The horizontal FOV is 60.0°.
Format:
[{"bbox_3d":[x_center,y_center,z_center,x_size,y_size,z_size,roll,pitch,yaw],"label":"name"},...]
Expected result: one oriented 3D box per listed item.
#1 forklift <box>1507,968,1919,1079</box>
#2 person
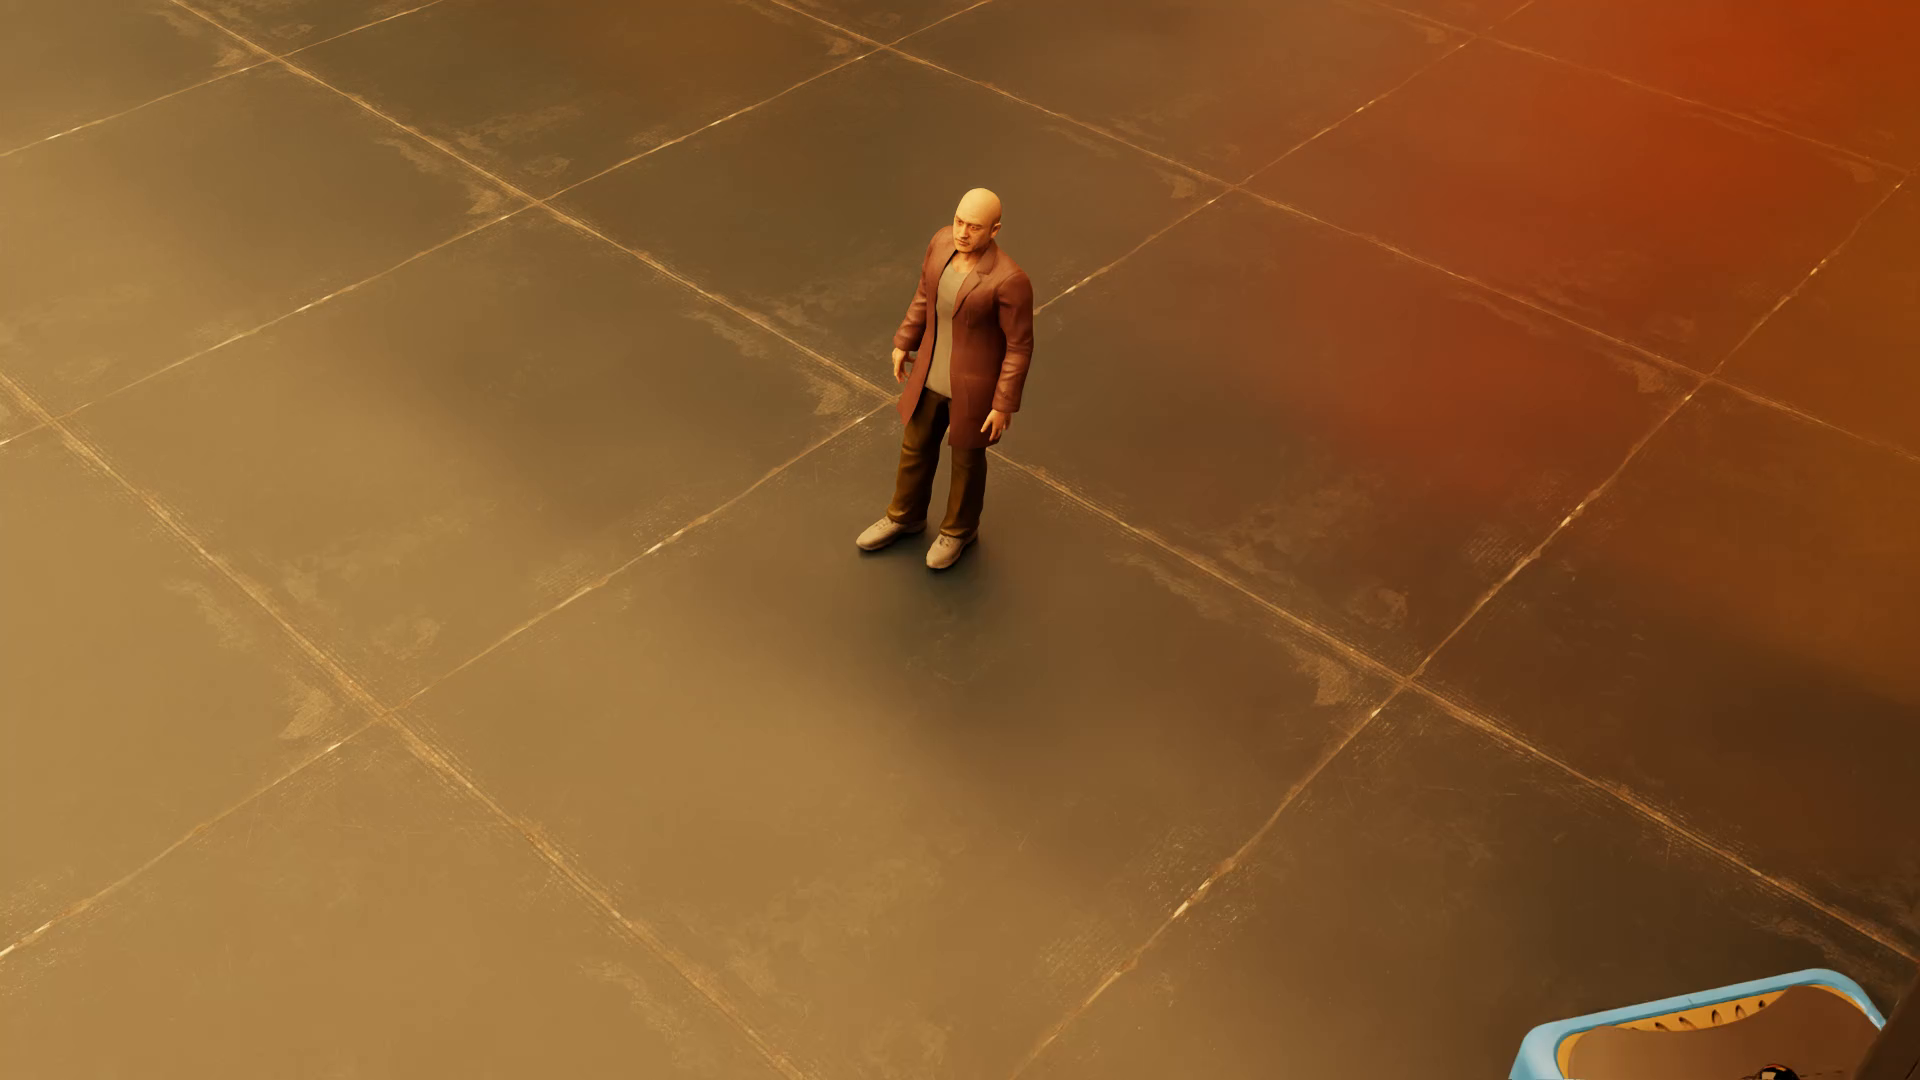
[{"bbox_3d":[2.319,1.894,3.221,1.130,2.935,3.031,-8,41,-10],"label":"forklift"},{"bbox_3d":[-0.067,-0.603,7.075,0.696,1.685,0.576,31,49,31],"label":"person"}]
